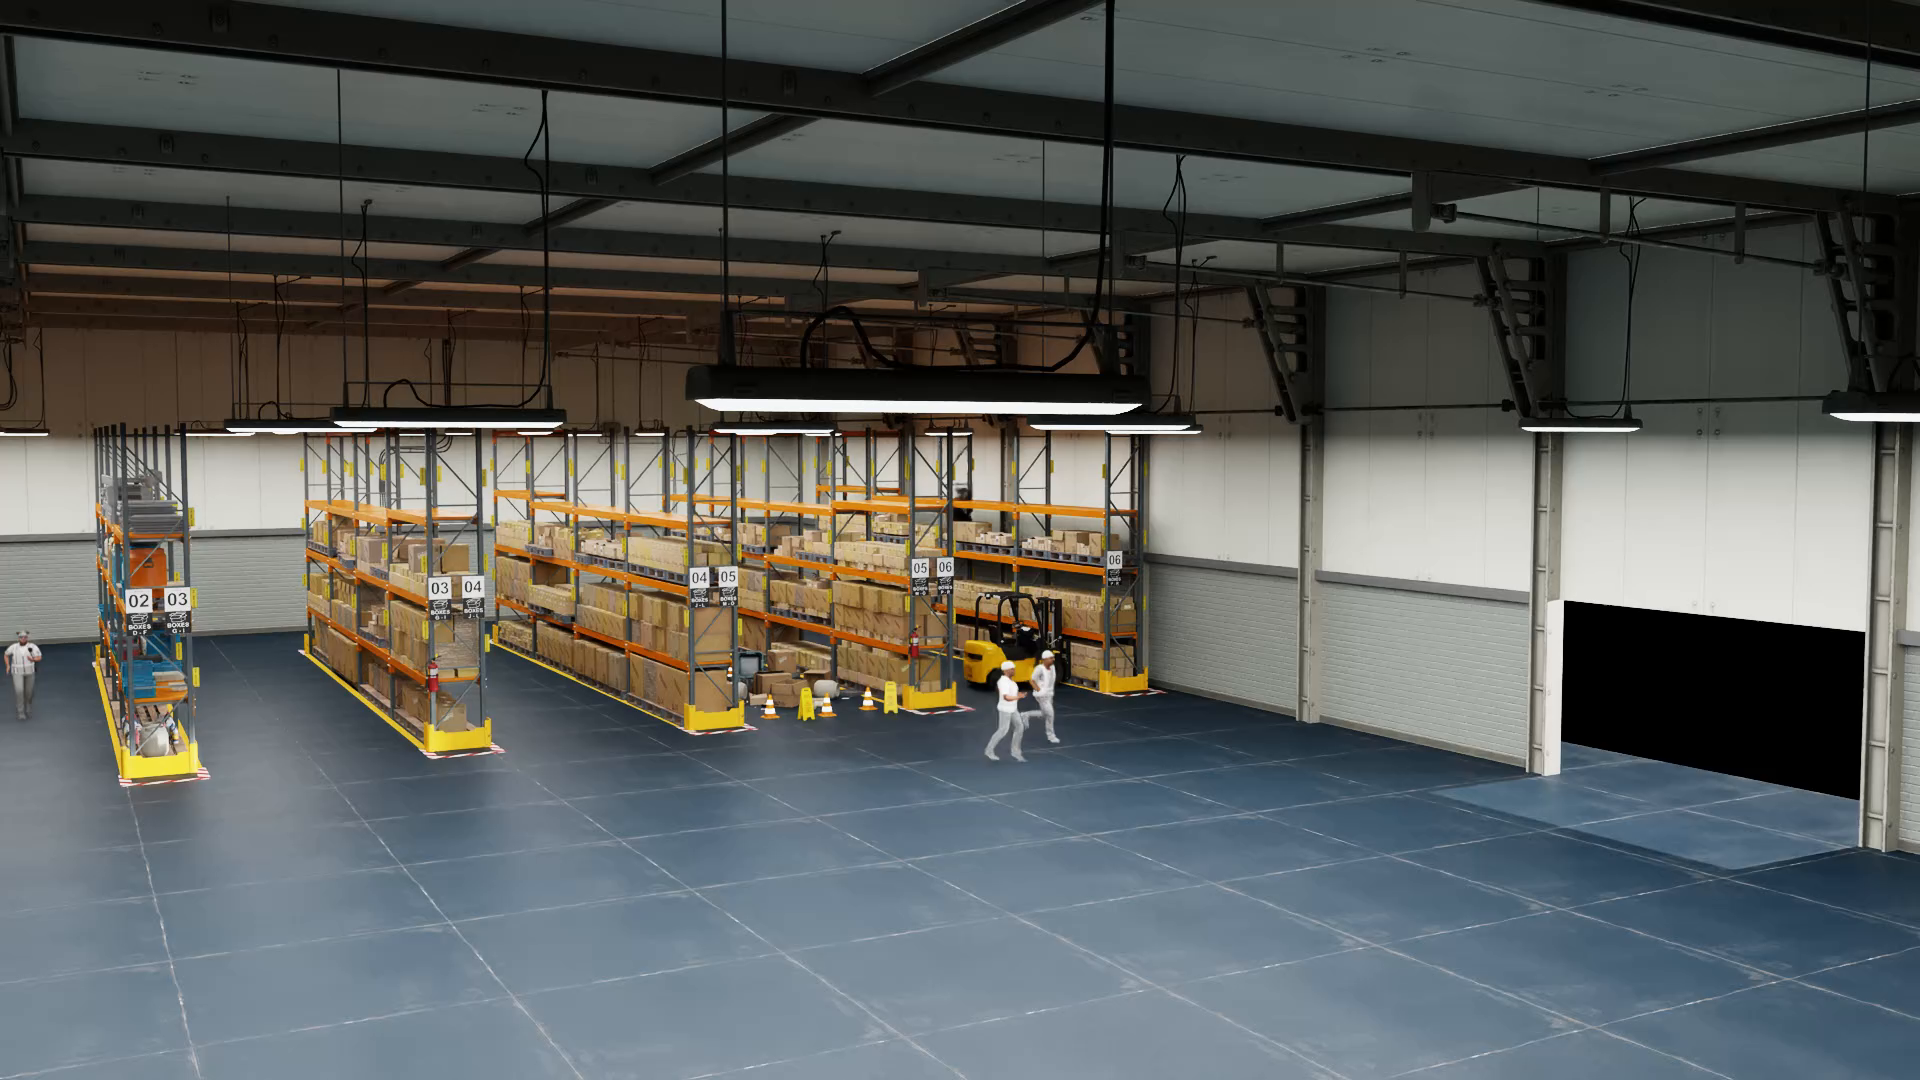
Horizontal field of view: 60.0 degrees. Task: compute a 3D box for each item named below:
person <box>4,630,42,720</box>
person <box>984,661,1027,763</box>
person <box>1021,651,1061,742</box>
[{"bbox_3d":[-19.265,2.746,34.227,0.656,1.791,0.954,-2,4,-35],"label":"person"},{"bbox_3d":[0.824,3.053,29.431,0.787,1.834,0.720,1,4,16],"label":"person"},{"bbox_3d":[1.522,2.963,31.610,0.869,1.755,0.687,2,4,32],"label":"person"}]
